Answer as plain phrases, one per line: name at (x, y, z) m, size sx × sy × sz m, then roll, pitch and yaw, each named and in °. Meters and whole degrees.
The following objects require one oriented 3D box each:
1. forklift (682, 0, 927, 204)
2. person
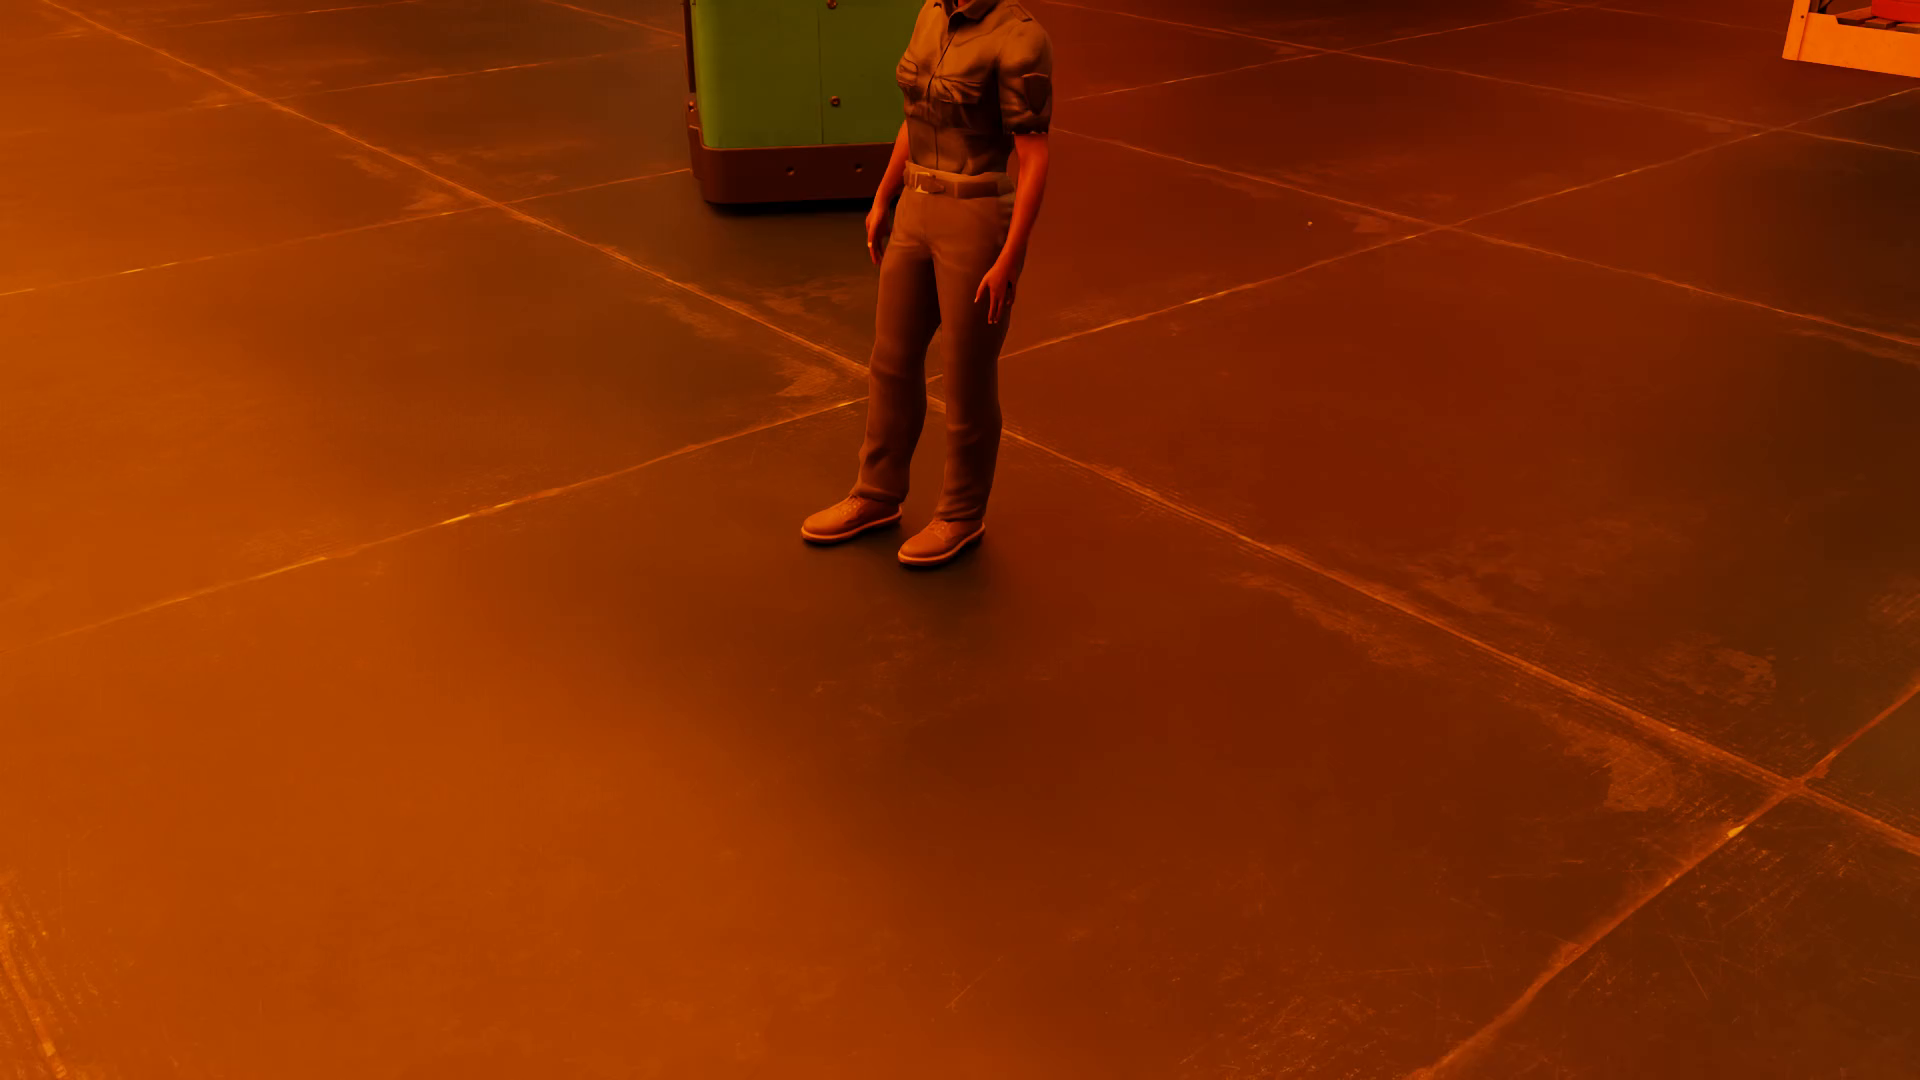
forklift at (-0.864, -3.422, 8.102) m, size 1.130 × 2.935 × 3.031 m, roll -5°, pitch 27°, yaw -9°
person at (-0.080, -0.729, 4.094) m, size 0.504 × 1.654 × 0.569 m, roll -20°, pitch 33°, yaw -35°
